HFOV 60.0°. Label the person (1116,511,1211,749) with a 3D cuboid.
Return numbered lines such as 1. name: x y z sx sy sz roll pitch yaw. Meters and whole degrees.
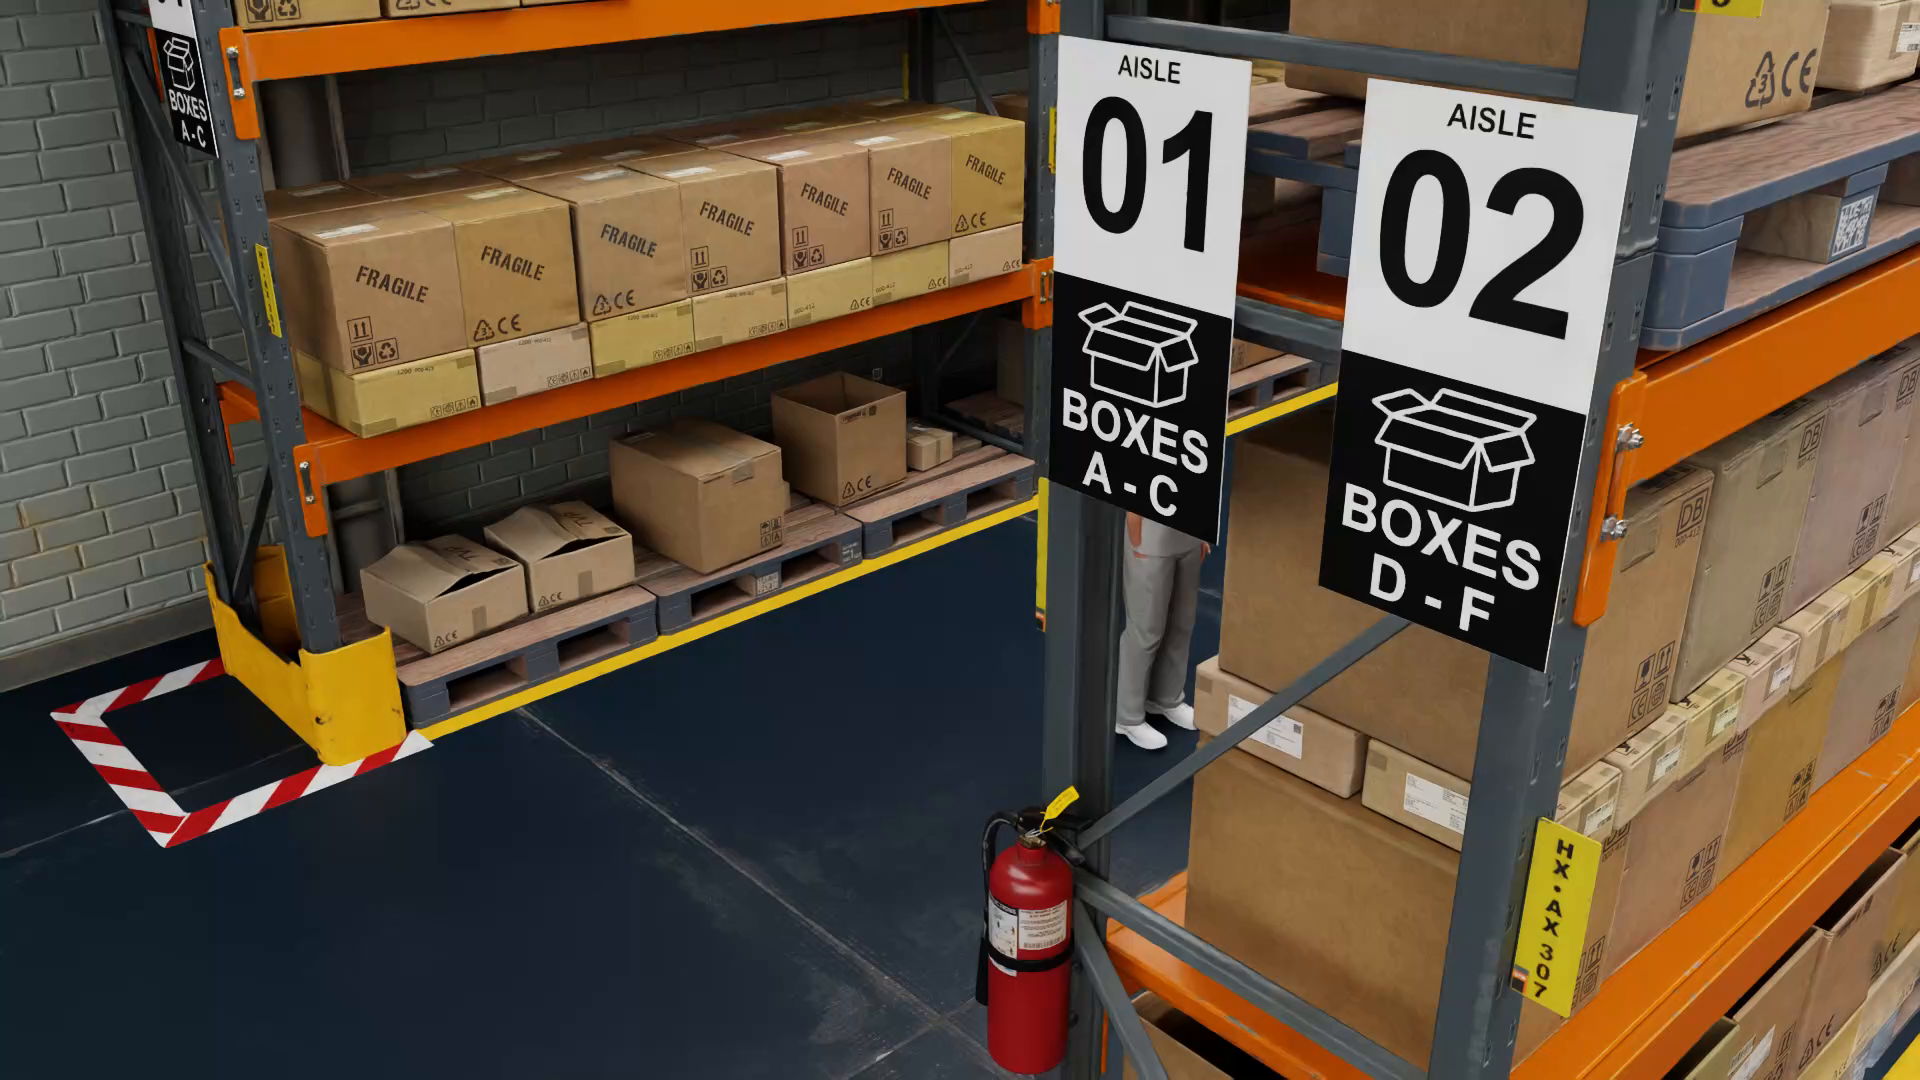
1. person: 0.796 0.015 6.585 0.442 1.674 0.360 -20 31 -37
